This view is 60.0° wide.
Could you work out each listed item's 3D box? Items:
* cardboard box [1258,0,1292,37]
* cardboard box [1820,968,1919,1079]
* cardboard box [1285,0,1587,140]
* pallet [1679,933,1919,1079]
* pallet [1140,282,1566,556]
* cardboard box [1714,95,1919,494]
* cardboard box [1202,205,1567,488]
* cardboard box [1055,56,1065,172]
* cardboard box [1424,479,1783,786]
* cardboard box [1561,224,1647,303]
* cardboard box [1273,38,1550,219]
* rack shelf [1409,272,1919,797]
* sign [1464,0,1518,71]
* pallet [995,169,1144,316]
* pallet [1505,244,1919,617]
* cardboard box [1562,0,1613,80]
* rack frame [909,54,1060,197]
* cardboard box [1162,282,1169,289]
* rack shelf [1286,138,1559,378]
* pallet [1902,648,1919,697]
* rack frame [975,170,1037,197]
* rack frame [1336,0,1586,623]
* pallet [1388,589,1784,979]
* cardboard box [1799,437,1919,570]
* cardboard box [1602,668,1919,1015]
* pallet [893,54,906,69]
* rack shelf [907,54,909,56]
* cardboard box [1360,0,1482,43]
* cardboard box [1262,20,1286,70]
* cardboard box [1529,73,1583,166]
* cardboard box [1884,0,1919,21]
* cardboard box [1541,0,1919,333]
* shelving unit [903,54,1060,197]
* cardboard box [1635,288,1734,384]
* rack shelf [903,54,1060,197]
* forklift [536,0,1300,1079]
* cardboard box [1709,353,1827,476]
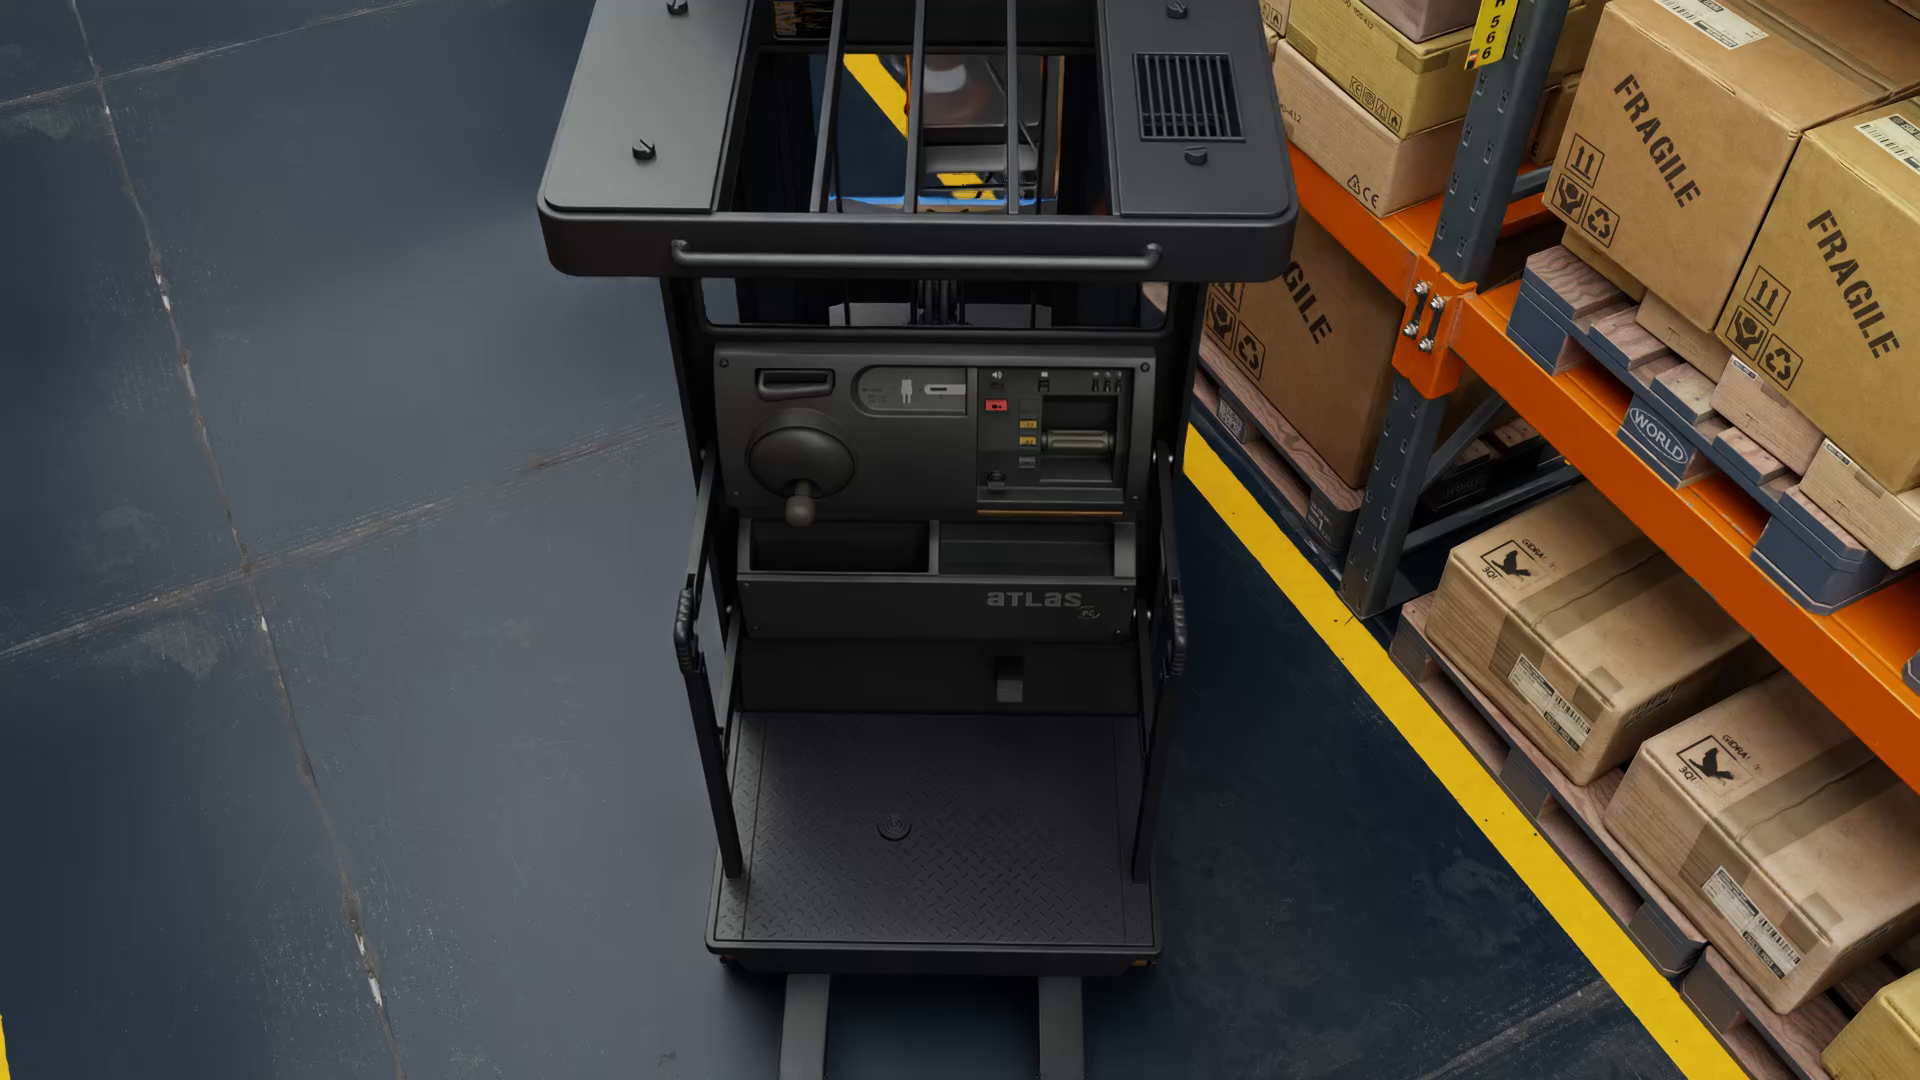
[{"bbox_3d":[0.941,-1.644,4.463,0.500,0.250,0.500,-22,53,-18],"label":"cardboard box"},{"bbox_3d":[2.563,1.159,3.710,0.950,0.372,0.625,-20,52,-16],"label":"cardboard box"},{"bbox_3d":[1.179,-1.302,4.164,0.500,0.250,0.500,-21,52,-18],"label":"cardboard box"},{"bbox_3d":[2.537,1.307,3.967,1.003,0.211,1.213,-21,52,-18],"label":"pallet"},{"bbox_3d":[1.332,-0.586,5.622,1.003,0.211,1.213,-21,52,-18],"label":"pallet"},{"bbox_3d":[1.871,-0.492,3.145,0.500,0.500,0.500,-19,51,-16],"label":"cardboard box"},{"bbox_3d":[1.384,-0.880,5.159,0.875,0.875,0.875,-22,52,-18],"label":"cardboard box"},{"bbox_3d":[0.571,-2.077,6.206,0.875,0.875,0.875,-20,52,-16],"label":"cardboard box"},{"bbox_3d":[1.876,0.158,4.586,0.950,0.372,0.625,-24,53,-20],"label":"cardboard box"},{"bbox_3d":[1.610,-0.724,3.778,0.380,0.149,0.250,-24,53,-20],"label":"cardboard box"},{"bbox_3d":[1.164,-1.150,4.363,0.500,0.250,0.500,-23,53,-19],"label":"cardboard box"},{"bbox_3d":[2.541,0.625,3.188,1.077,0.370,4.000,-21,52,-18],"label":"rack shelf"},{"bbox_3d":[1.134,-1.138,3.483,0.100,0.325,0.005,-21,52,-18],"label":"sign"},{"bbox_3d":[0.778,-1.401,6.335,1.003,0.211,1.213,-21,52,-18],"label":"pallet"},{"bbox_3d":[2.047,-0.447,3.775,1.213,0.211,1.003,-21,52,-18],"label":"pallet"},{"bbox_3d":[1.614,-1.490,4.328,0.500,0.250,0.500,-22,52,-18],"label":"cardboard box"},{"bbox_3d":[0.065,-1.004,4.733,0.400,2.100,0.015,-2,49,-2],"label":"rack frame"},{"bbox_3d":[0.980,-1.478,5.683,0.875,0.875,0.875,-21,52,-17],"label":"cardboard box"},{"bbox_3d":[0.711,-2.052,5.530,1.077,0.370,4.000,-21,52,-18],"label":"rack shelf"},{"bbox_3d":[2.568,0.424,3.014,1.003,0.211,1.213,-21,52,-18],"label":"pallet"},{"bbox_3d":[0.044,-1.371,5.054,0.400,2.100,0.015,-2,49,-2],"label":"rack frame"},{"bbox_3d":[1.626,-0.950,4.088,1.000,3.000,0.127,-21,52,-18],"label":"rack frame"},{"bbox_3d":[1.982,0.491,4.680,1.003,0.211,1.213,-21,52,-18],"label":"pallet"},{"bbox_3d":[1.901,-0.133,3.262,0.380,0.149,0.250,-21,52,-17],"label":"cardboard box"},{"bbox_3d":[2.221,0.649,4.156,0.950,0.372,0.625,-22,52,-18],"label":"cardboard box"},{"bbox_3d":[0.216,-2.219,7.050,1.003,0.211,1.213,-21,52,-18],"label":"pallet"},{"bbox_3d":[0.055,-1.640,4.377,0.431,0.518,0.480,-2,49,-2],"label":"rack shelf"},{"bbox_3d":[1.157,-1.568,3.898,0.500,0.500,0.500,-22,53,-18],"label":"cardboard box"},{"bbox_3d":[0.916,-1.486,4.657,0.500,0.250,0.500,-20,52,-17],"label":"cardboard box"},{"bbox_3d":[1.626,-1.315,4.507,0.500,0.250,0.500,-22,52,-18],"label":"cardboard box"},{"bbox_3d":[2.081,-1.011,3.598,0.500,0.500,0.500,-23,53,-19],"label":"cardboard box"},{"bbox_3d":[1.626,-0.838,3.447,0.500,0.500,0.500,-23,53,-19],"label":"cardboard box"},{"bbox_3d":[0.055,-1.188,4.894,0.431,2.100,0.503,-2,49,-2],"label":"shelving unit"},{"bbox_3d":[1.709,-0.523,3.603,0.380,0.149,0.250,-24,53,-20],"label":"cardboard box"},{"bbox_3d":[0.055,-1.179,4.904,0.431,0.518,0.480,-2,49,-2],"label":"rack shelf"},{"bbox_3d":[-0.055,-0.119,3.407,1.130,2.935,3.031,1,49,1],"label":"forklift"},{"bbox_3d":[1.793,-0.324,3.429,0.380,0.149,0.250,-24,53,-20],"label":"cardboard box"}]
